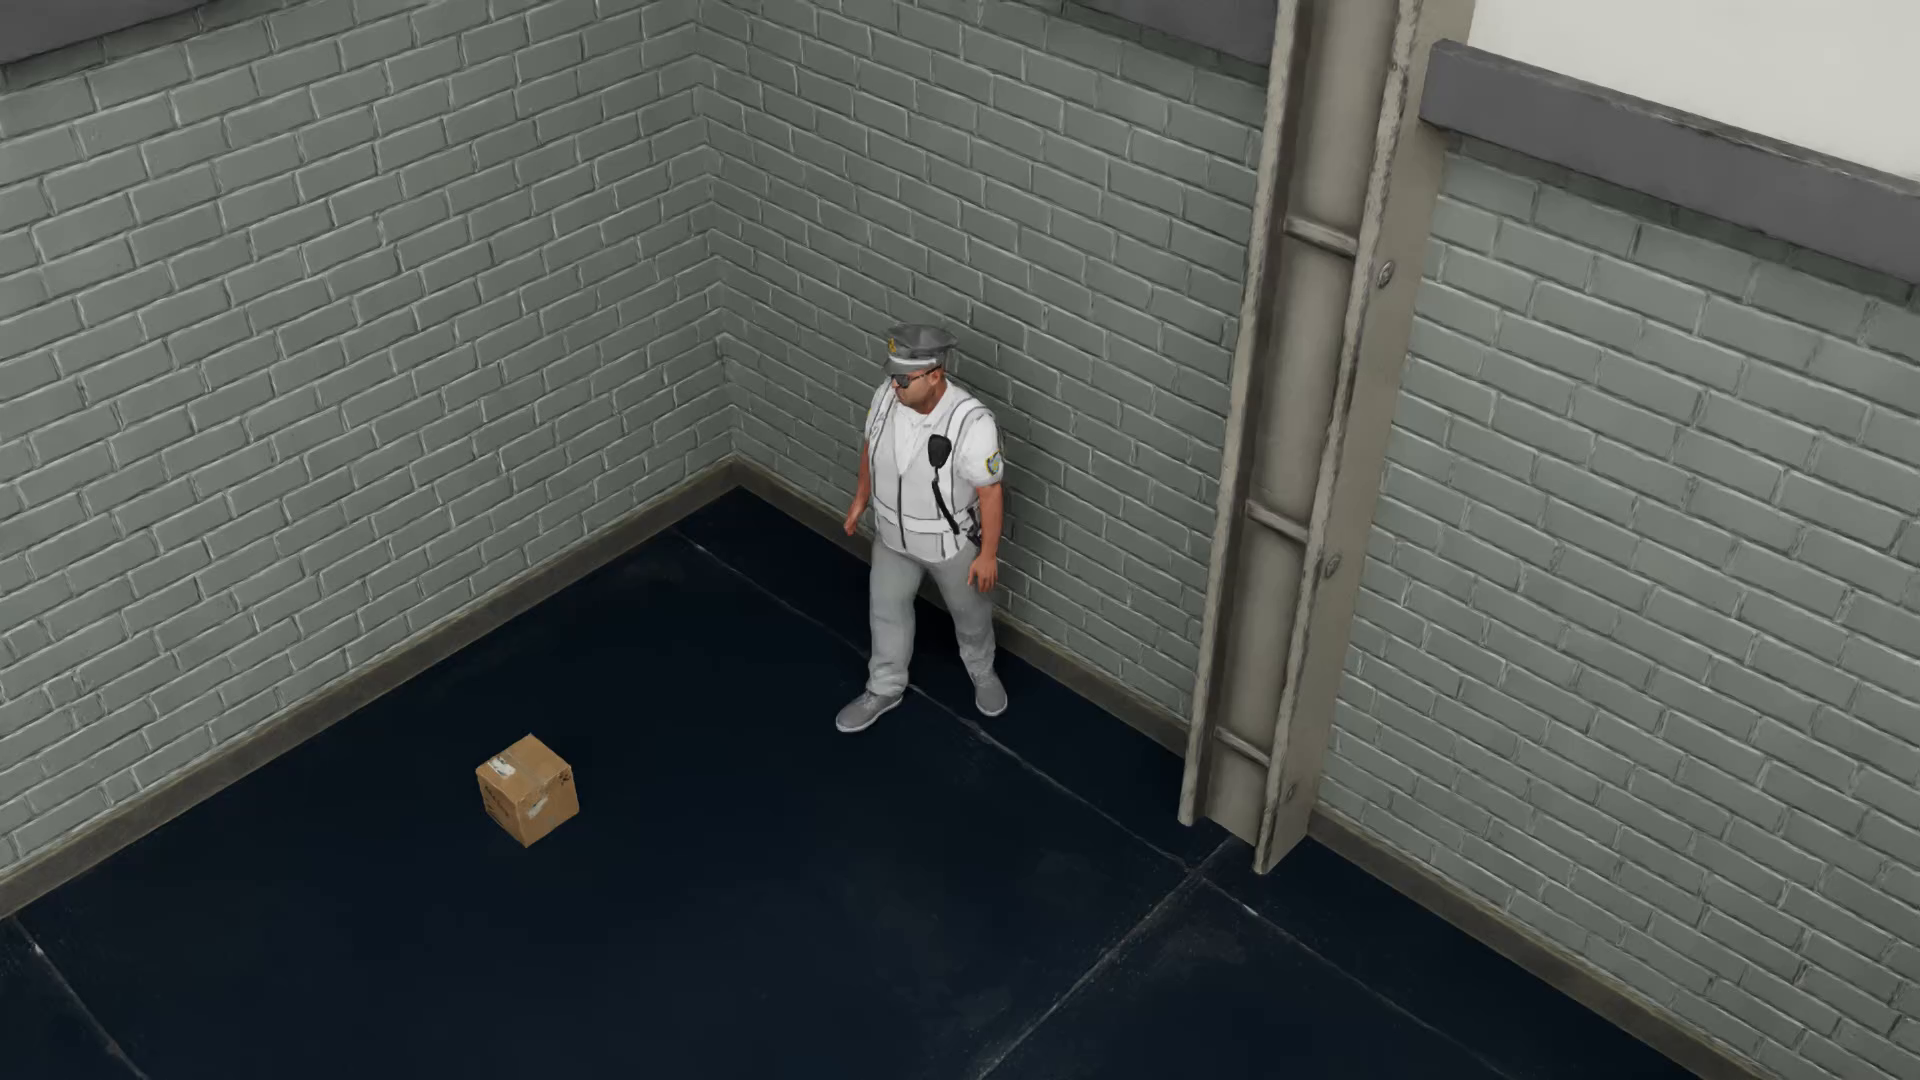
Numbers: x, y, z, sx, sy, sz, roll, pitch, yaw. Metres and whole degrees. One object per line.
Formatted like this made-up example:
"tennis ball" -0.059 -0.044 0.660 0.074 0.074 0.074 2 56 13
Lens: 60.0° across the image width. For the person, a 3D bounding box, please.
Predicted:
"person" -0.165 -0.025 6.153 0.672 1.744 0.633 19 43 22
